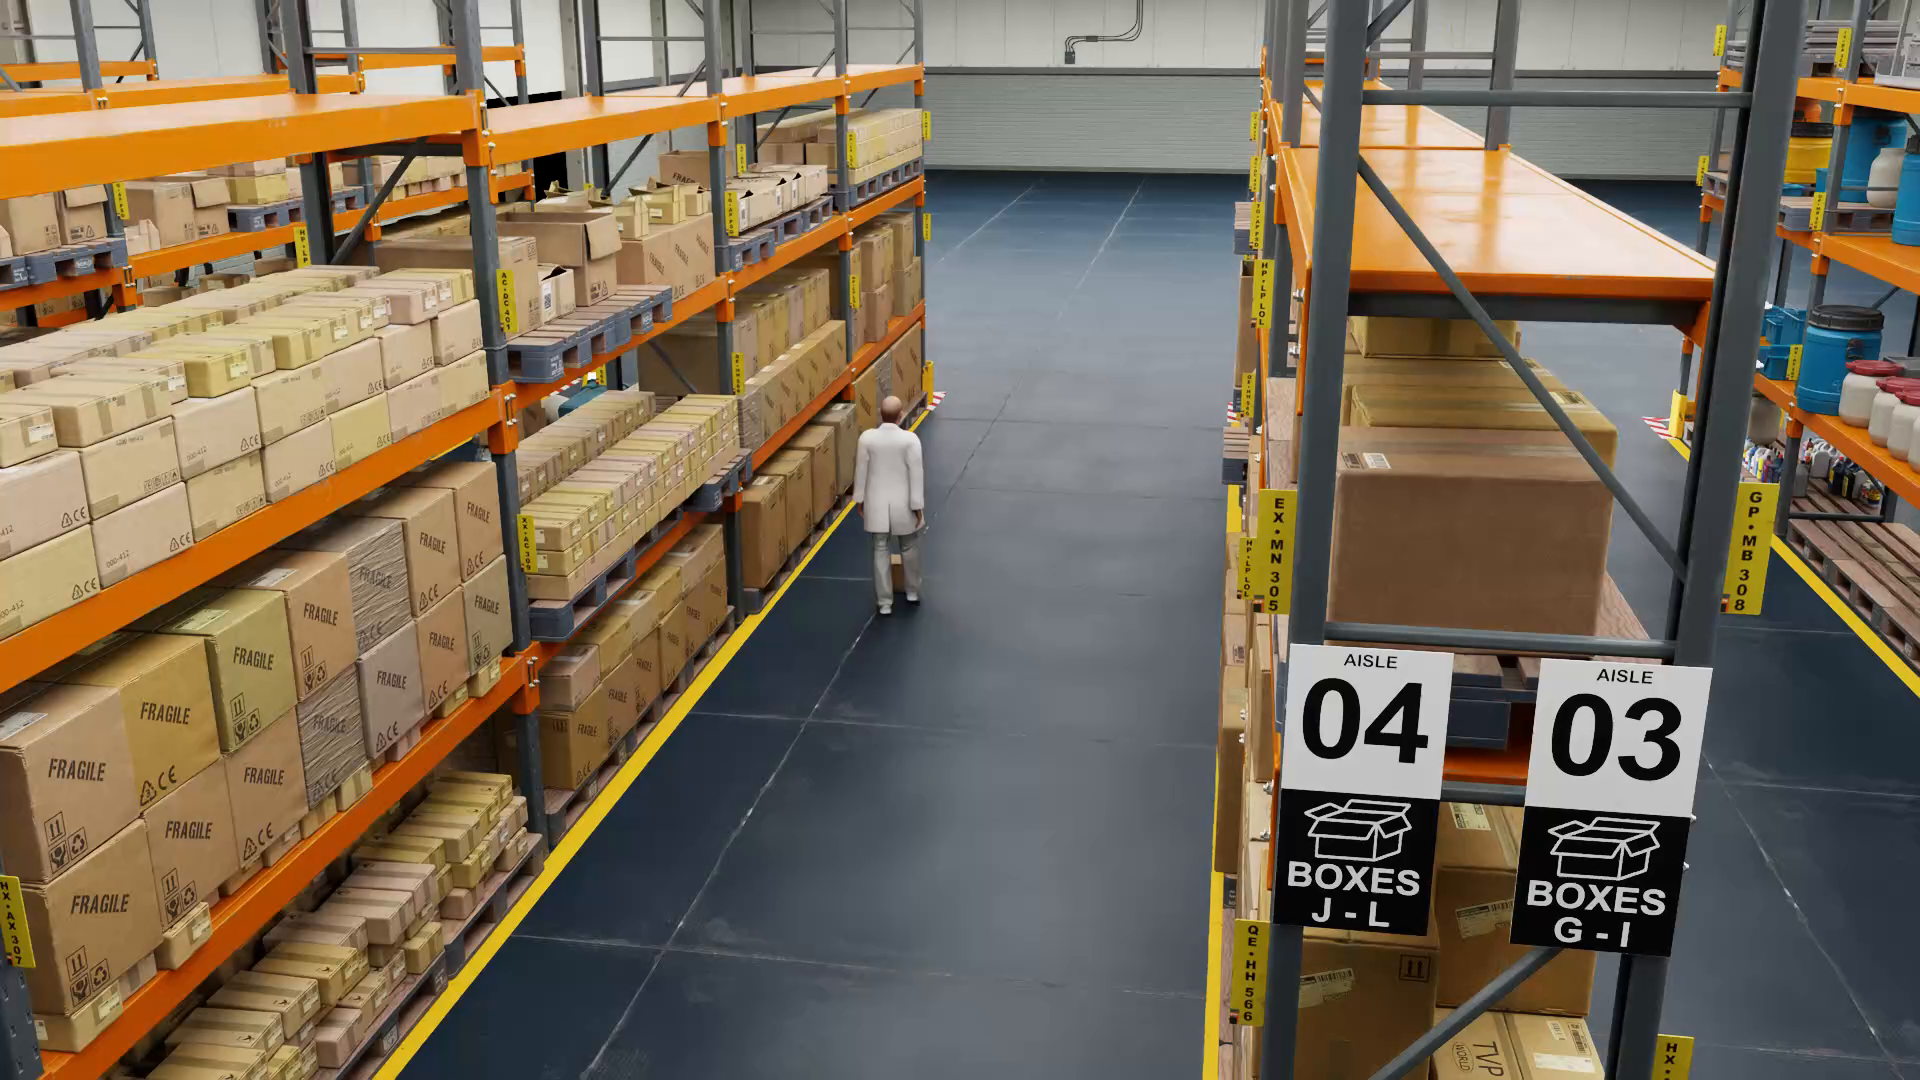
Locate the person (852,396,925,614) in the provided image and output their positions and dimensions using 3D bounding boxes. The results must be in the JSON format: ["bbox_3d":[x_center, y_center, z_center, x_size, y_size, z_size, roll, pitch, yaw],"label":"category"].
[{"bbox_3d":[-0.569,-0.334,13.594,0.602,1.771,0.705,1,18,4],"label":"person"}]
